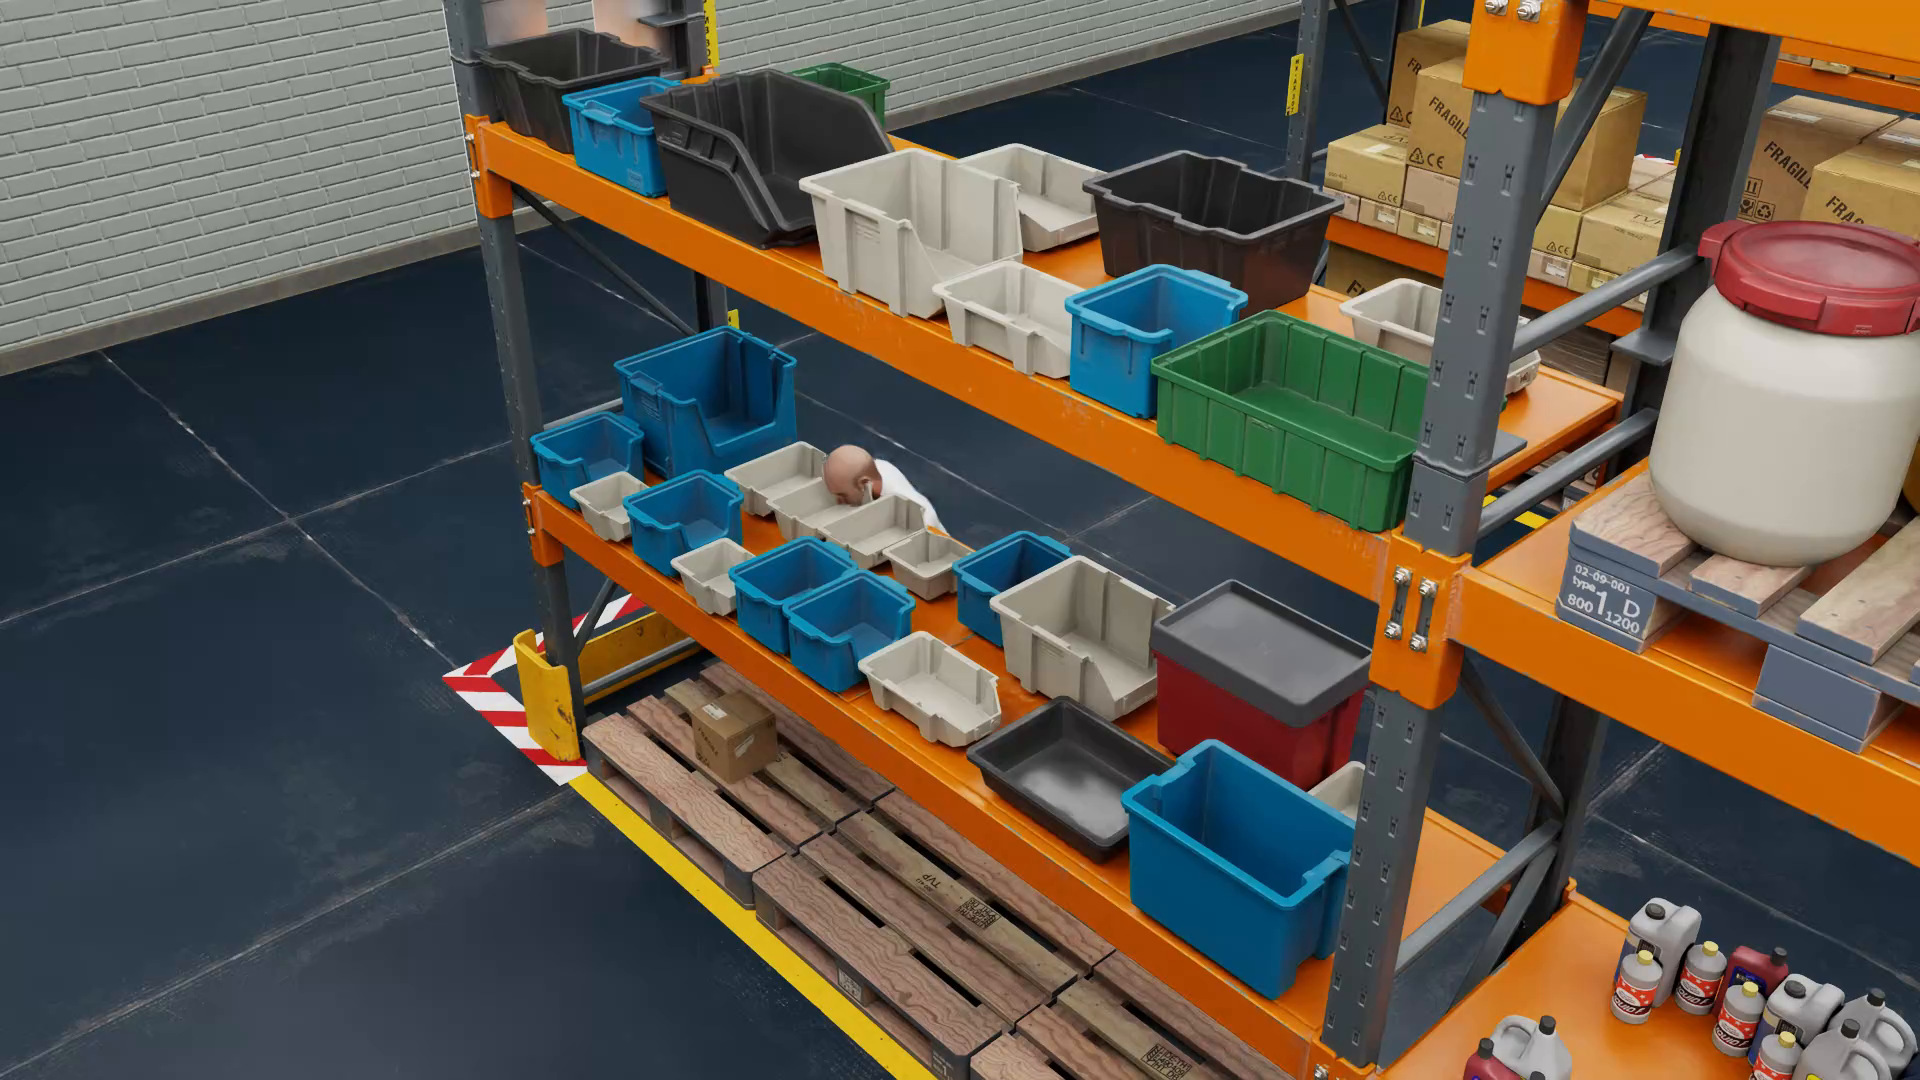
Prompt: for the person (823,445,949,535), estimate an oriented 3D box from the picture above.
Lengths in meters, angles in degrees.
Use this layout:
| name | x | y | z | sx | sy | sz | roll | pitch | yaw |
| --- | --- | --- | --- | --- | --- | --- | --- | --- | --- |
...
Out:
| name | x | y | z | sx | sy | sz | roll | pitch | yaw |
| --- | --- | --- | --- | --- | --- | --- | --- | --- | --- |
| person | -0.262 | 0.273 | 6.891 | 0.590 | 1.587 | 0.623 | -14 | 34 | -21 |
